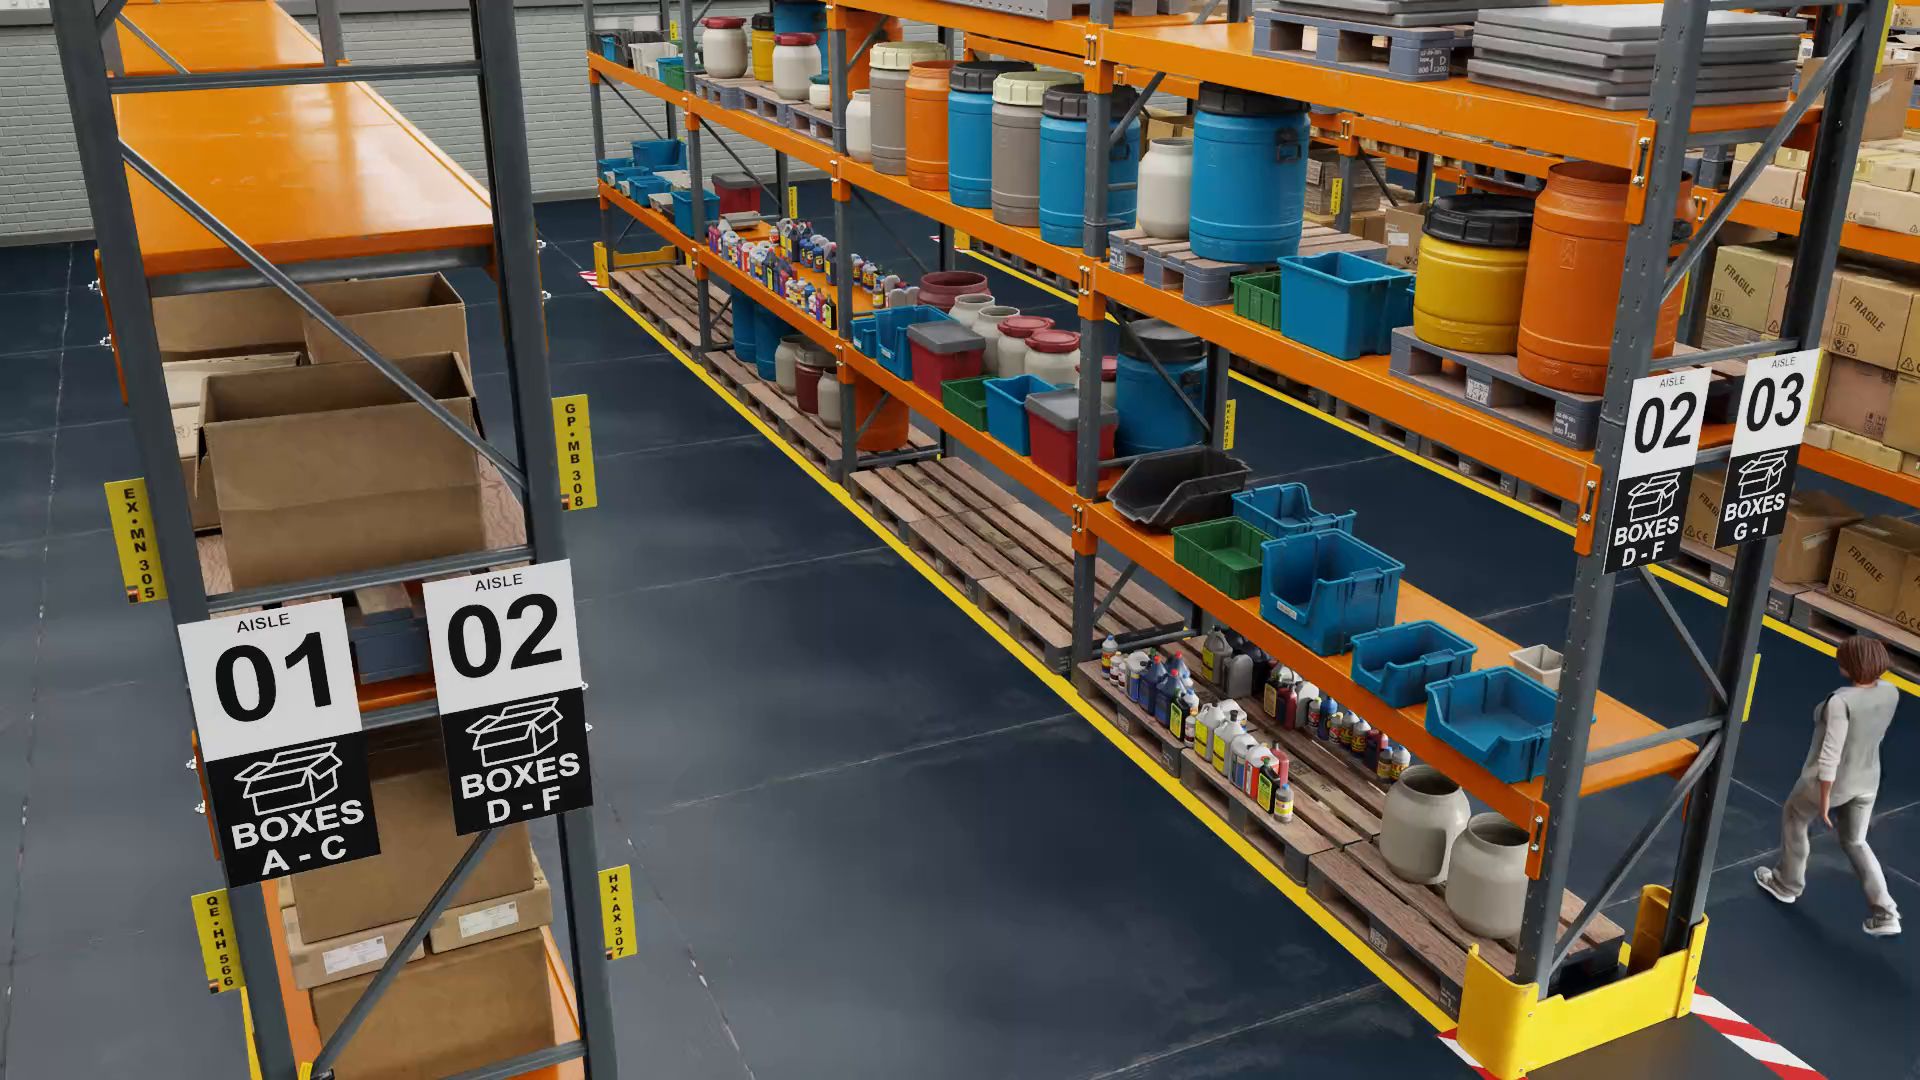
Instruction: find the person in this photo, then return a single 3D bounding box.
[{"bbox_3d":[4.306,1.194,8.086,0.418,1.559,0.832,-5,23,-13],"label":"person"}]
